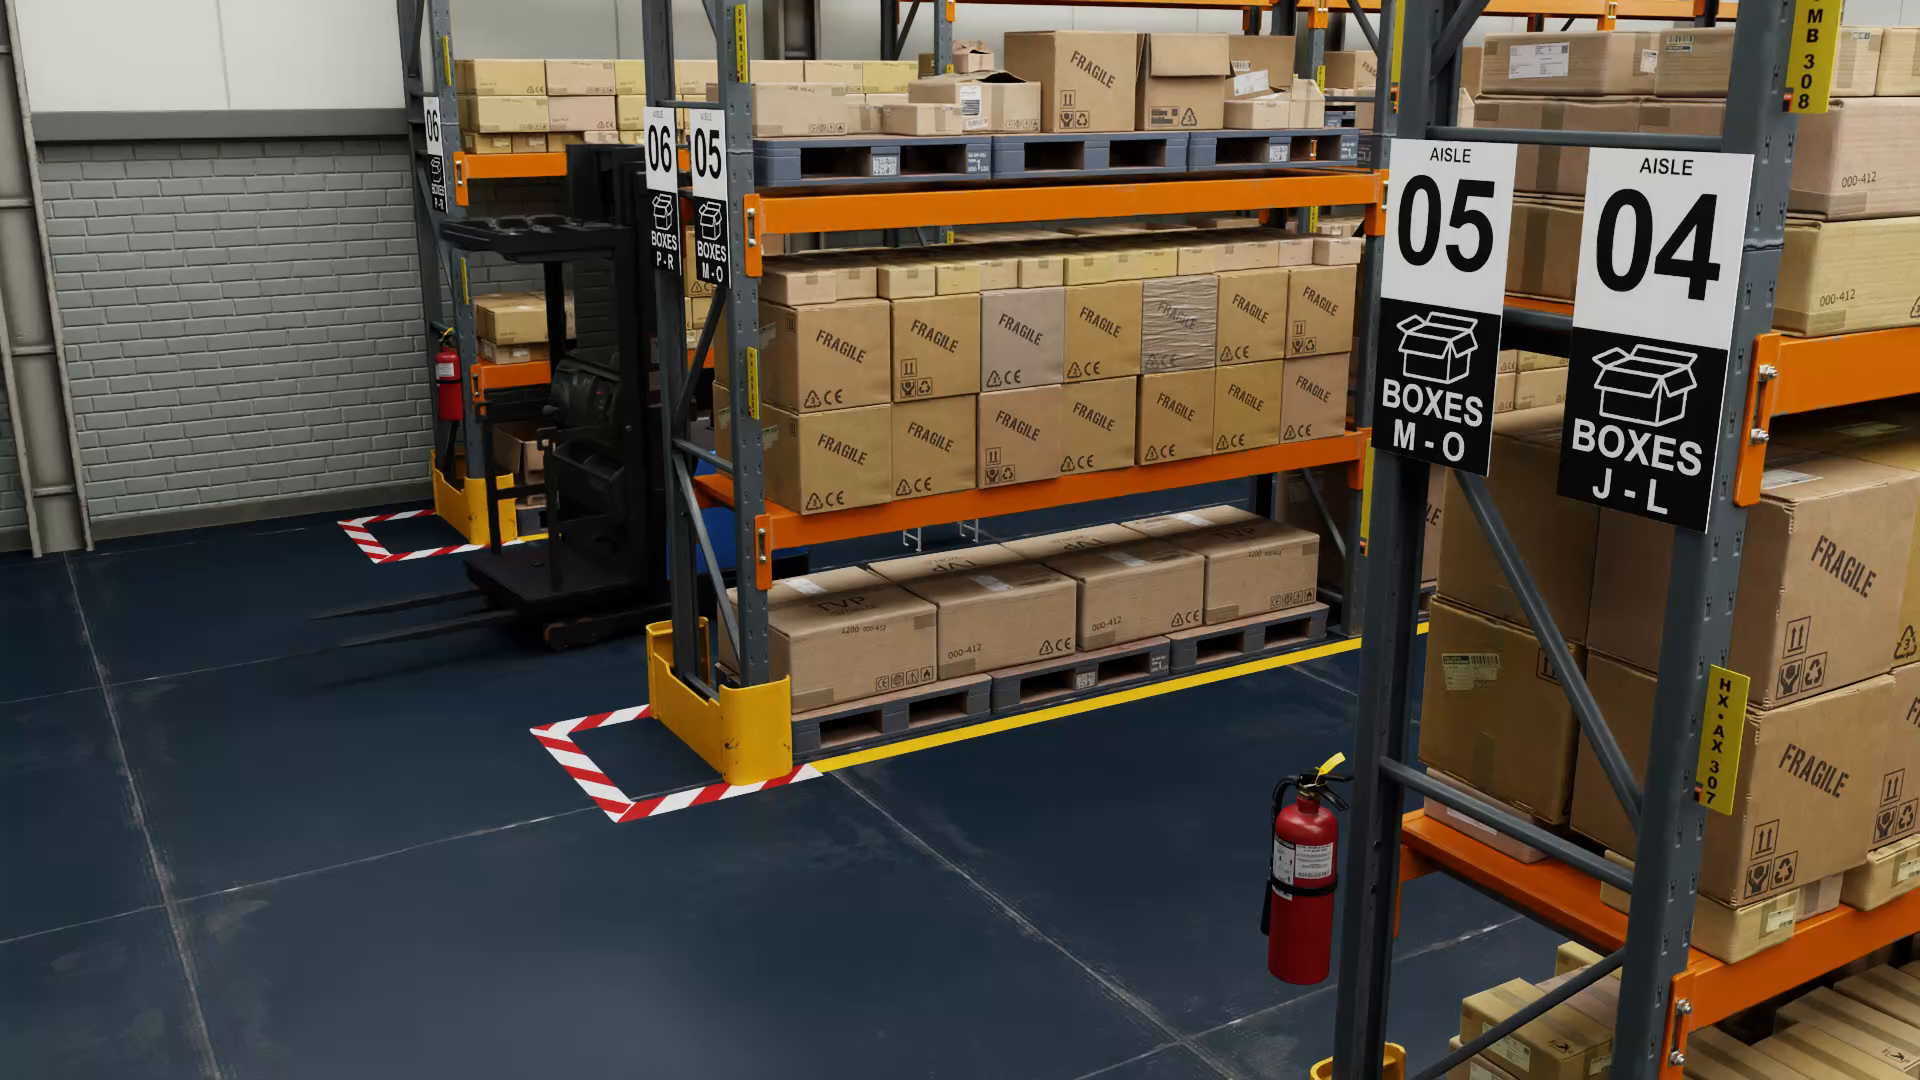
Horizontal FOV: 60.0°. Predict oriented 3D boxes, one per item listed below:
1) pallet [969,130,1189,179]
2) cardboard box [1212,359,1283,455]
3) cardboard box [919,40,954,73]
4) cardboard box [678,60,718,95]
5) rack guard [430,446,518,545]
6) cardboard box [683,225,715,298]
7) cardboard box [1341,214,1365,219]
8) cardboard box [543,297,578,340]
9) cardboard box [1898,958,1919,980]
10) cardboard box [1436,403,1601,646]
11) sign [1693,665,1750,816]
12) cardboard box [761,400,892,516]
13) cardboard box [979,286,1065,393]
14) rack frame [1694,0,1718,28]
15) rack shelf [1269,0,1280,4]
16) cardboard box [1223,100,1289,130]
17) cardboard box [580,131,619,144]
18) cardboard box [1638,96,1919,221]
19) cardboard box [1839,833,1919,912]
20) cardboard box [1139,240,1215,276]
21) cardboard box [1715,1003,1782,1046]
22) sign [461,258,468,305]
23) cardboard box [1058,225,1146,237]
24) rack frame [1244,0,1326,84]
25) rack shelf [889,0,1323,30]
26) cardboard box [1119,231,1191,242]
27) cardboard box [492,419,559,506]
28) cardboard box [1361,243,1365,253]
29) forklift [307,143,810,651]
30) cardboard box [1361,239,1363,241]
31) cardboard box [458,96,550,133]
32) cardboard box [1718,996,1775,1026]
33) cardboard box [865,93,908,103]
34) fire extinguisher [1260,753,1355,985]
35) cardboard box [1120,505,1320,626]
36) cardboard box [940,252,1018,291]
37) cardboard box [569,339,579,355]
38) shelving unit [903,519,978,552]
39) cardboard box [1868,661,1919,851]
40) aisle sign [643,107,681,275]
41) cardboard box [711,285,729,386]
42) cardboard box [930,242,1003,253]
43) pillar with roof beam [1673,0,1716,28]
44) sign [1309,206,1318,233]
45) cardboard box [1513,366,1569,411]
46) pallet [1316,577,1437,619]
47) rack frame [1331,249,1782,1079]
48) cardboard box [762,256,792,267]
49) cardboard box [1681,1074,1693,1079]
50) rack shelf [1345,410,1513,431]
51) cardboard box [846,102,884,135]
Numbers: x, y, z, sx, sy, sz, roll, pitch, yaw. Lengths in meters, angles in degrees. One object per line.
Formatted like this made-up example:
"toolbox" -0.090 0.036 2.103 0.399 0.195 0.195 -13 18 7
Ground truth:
"pallet" 0.439 -2.076 8.865 1.213 0.211 1.003 -9 18 -30
"cardboard box" 1.487 -0.806 9.542 0.500 0.500 0.500 -10 18 -31
"cardboard box" -0.142 -4.077 14.022 0.258 0.266 0.396 -10 18 -31
"cardboard box" -1.987 -3.518 12.646 0.500 0.250 0.500 -9 18 -28
"rack guard" -3.732 -0.353 12.743 0.348 0.500 1.175 -9 18 -30
"cardboard box" -1.984 -2.187 12.993 0.500 0.500 0.500 -9 18 -28
"cardboard box" 4.093 -3.263 17.107 0.250 0.149 0.380 -9 18 -30
"cardboard box" -2.838 -1.688 12.601 0.500 0.250 0.500 -9 18 -29
"cardboard box" 3.140 1.435 5.133 0.250 0.149 0.380 -9 18 -29
"cardboard box" 1.662 -0.061 4.481 0.500 0.500 0.500 -10 18 -31
"sign" 1.677 0.442 3.672 0.005 0.325 0.100 -9 18 -30
"cardboard box" -0.679 -0.447 8.260 0.500 0.500 0.500 -9 18 -30
"cardboard box" 0.197 -1.075 8.651 0.500 0.500 0.500 -9 18 -30
"rack frame" 5.619 -4.399 11.430 0.127 3.000 1.000 -9 18 -30
"rack shelf" 0.476 -3.026 8.606 4.000 0.370 1.077 -9 18 -30
"cardboard box" 1.581 -2.328 9.103 0.250 0.149 0.380 -9 18 -28
"cardboard box" -2.698 -2.945 12.266 0.250 0.149 0.380 -9 18 -29
"cardboard box" 1.917 -0.882 3.793 0.500 0.250 0.500 -9 18 -29
"cardboard box" 2.299 0.815 4.411 0.250 0.149 0.380 -10 18 -31
"cardboard box" 1.186 -1.553 9.154 0.250 0.149 0.380 -9 18 -30
"cardboard box" 2.431 1.535 5.330 0.250 0.149 0.380 -9 18 -30
"sign" -3.518 -1.837 11.803 0.005 0.325 0.100 -9 18 -30
"cardboard box" 1.278 -2.549 14.982 0.500 0.500 0.700 -9 18 -30
"rack frame" 3.060 -5.547 15.525 0.127 3.000 1.000 -9 18 -30
"rack shelf" 1.346 -4.730 14.684 4.000 0.370 1.077 -9 18 -30
"cardboard box" 1.133 -1.707 9.703 0.250 0.149 0.380 -9 18 -30
"cardboard box" -3.224 -0.609 12.873 0.637 0.503 0.797 -10 19 -32
"cardboard box" 2.444 -1.604 10.536 0.500 0.500 0.500 -9 18 -28
"forklift" -2.490 -0.906 10.210 3.031 2.935 1.130 -11 19 -35
"cardboard box" 3.579 -2.826 16.285 0.500 0.250 0.500 -9 18 -30
"cardboard box" -3.276 -3.060 11.937 0.500 0.250 0.500 -9 18 -30
"cardboard box" 2.377 1.377 5.343 0.250 0.149 0.380 -10 19 -32
"cardboard box" -0.653 -3.492 13.480 0.500 0.250 0.500 -9 18 -30
"fire extinguisher" 0.944 0.878 4.554 0.183 0.674 0.296 -9 18 -30
"cardboard box" 1.597 0.140 10.323 0.875 0.438 0.875 -10 18 -31
"cardboard box" 0.093 -1.377 8.526 0.250 0.149 0.380 -9 18 -29
"cardboard box" -2.973 -1.498 12.661 0.250 0.149 0.380 -9 18 -30
"shelving unit" -0.142 -0.555 12.166 0.503 1.200 0.258 -9 18 -30
"cardboard box" 2.371 0.463 4.464 0.500 0.500 0.500 -9 18 -30
"aisle sign" -1.459 -1.712 8.142 0.004 0.787 0.394 -9 18 -30
"cardboard box" -0.947 -1.050 8.560 0.500 0.500 0.500 -9 18 -28
"cardboard box" 0.032 -1.526 9.058 0.250 0.149 0.380 -9 18 -28
"pillar with roof beam" 11.074 -5.774 16.338 0.400 9.000 9.100 -9 18 -30
"sign" 3.348 -3.053 15.746 0.005 0.325 0.100 -9 18 -30
"cardboard box" 3.594 -1.022 10.776 0.500 0.250 0.500 -9 18 -30
"pallet" 2.813 0.264 11.077 1.213 0.211 1.003 -9 18 -30
"rack frame" 1.398 0.733 4.237 0.127 3.000 1.000 -9 18 -30
"cardboard box" -1.034 -1.336 8.380 0.250 0.149 0.380 -9 18 -29
"cardboard box" 2.022 1.623 4.464 0.250 0.149 0.380 -10 19 -32
"rack shelf" 3.905 -0.886 11.345 4.000 0.370 1.077 -9 18 -30
"cardboard box" -0.580 -2.132 8.403 0.250 0.149 0.380 -11 19 -34
